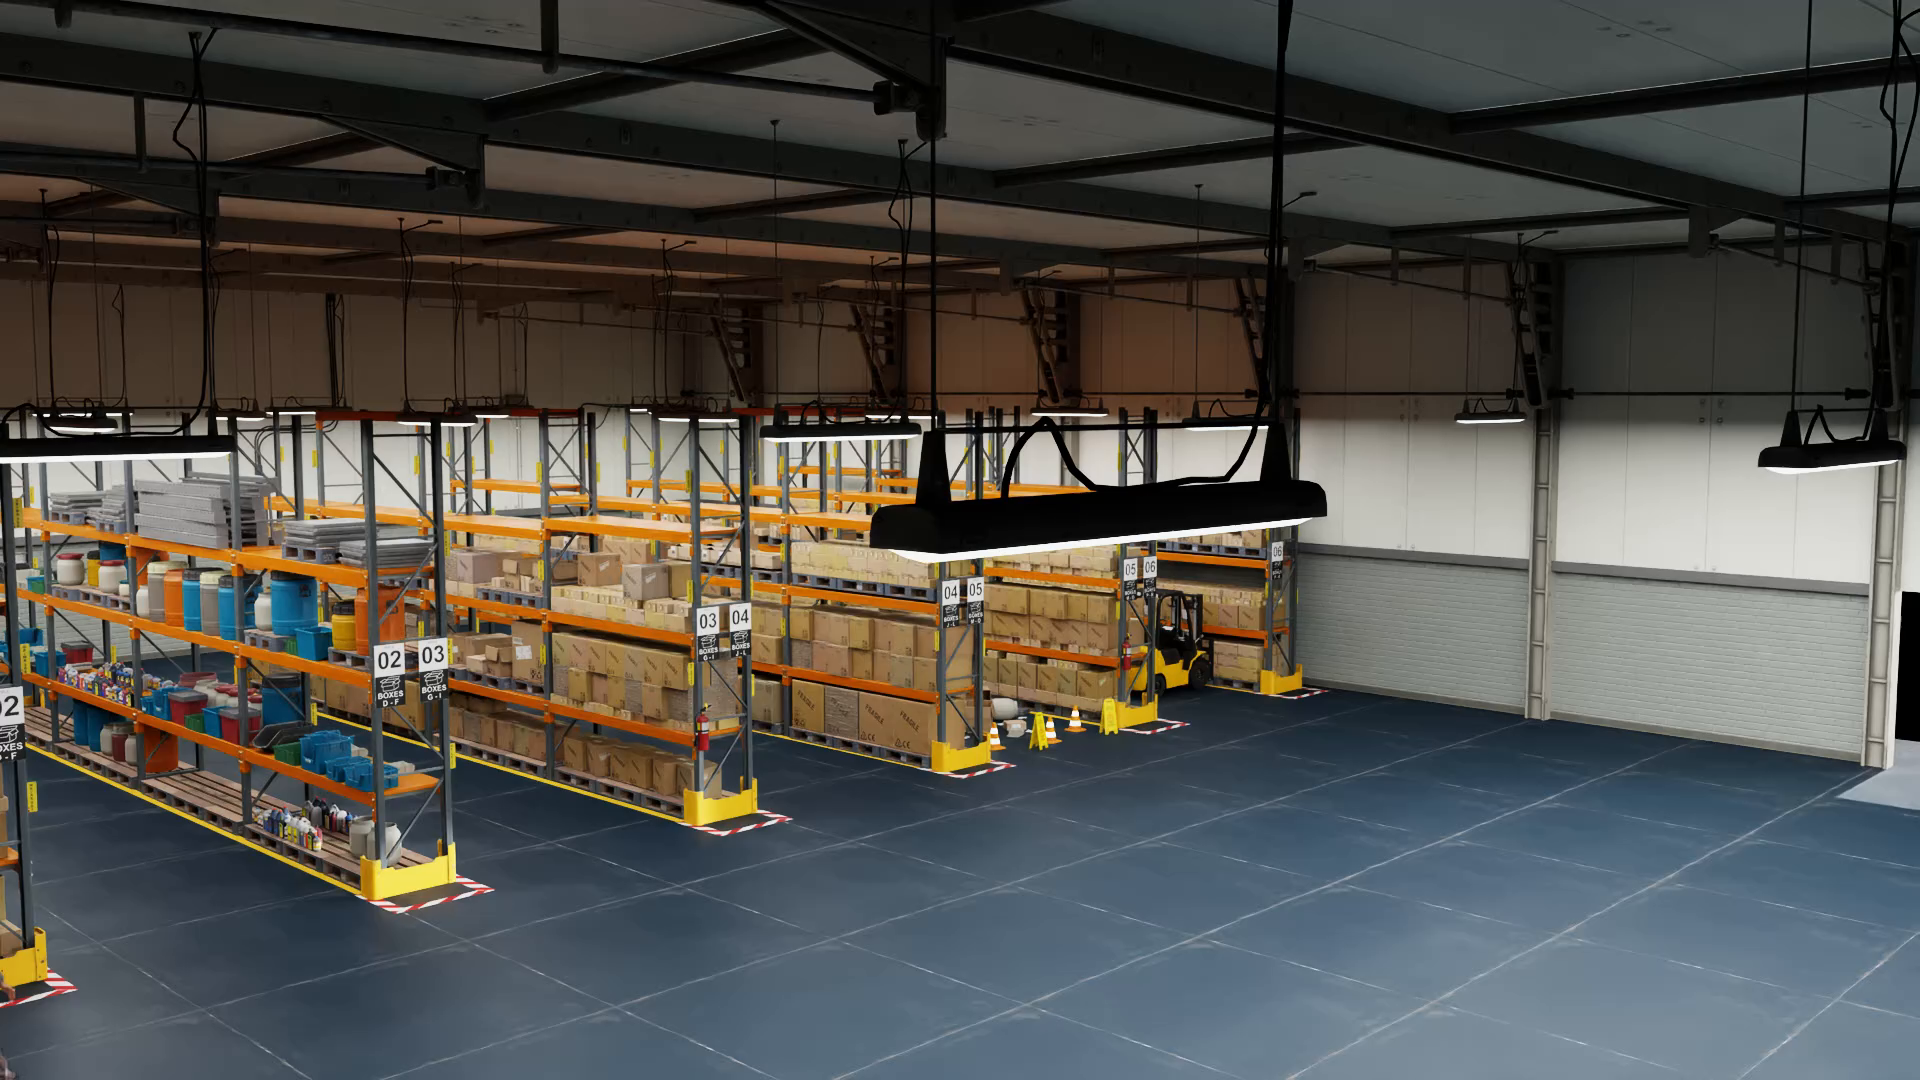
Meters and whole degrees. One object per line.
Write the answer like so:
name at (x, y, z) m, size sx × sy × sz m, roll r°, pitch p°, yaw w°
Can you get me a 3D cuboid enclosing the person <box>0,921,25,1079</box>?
person at (-8.813, 4.152, 15.030) m, size 1.070 × 1.672 × 0.609 m, roll 0°, pitch 5°, yaw 2°
